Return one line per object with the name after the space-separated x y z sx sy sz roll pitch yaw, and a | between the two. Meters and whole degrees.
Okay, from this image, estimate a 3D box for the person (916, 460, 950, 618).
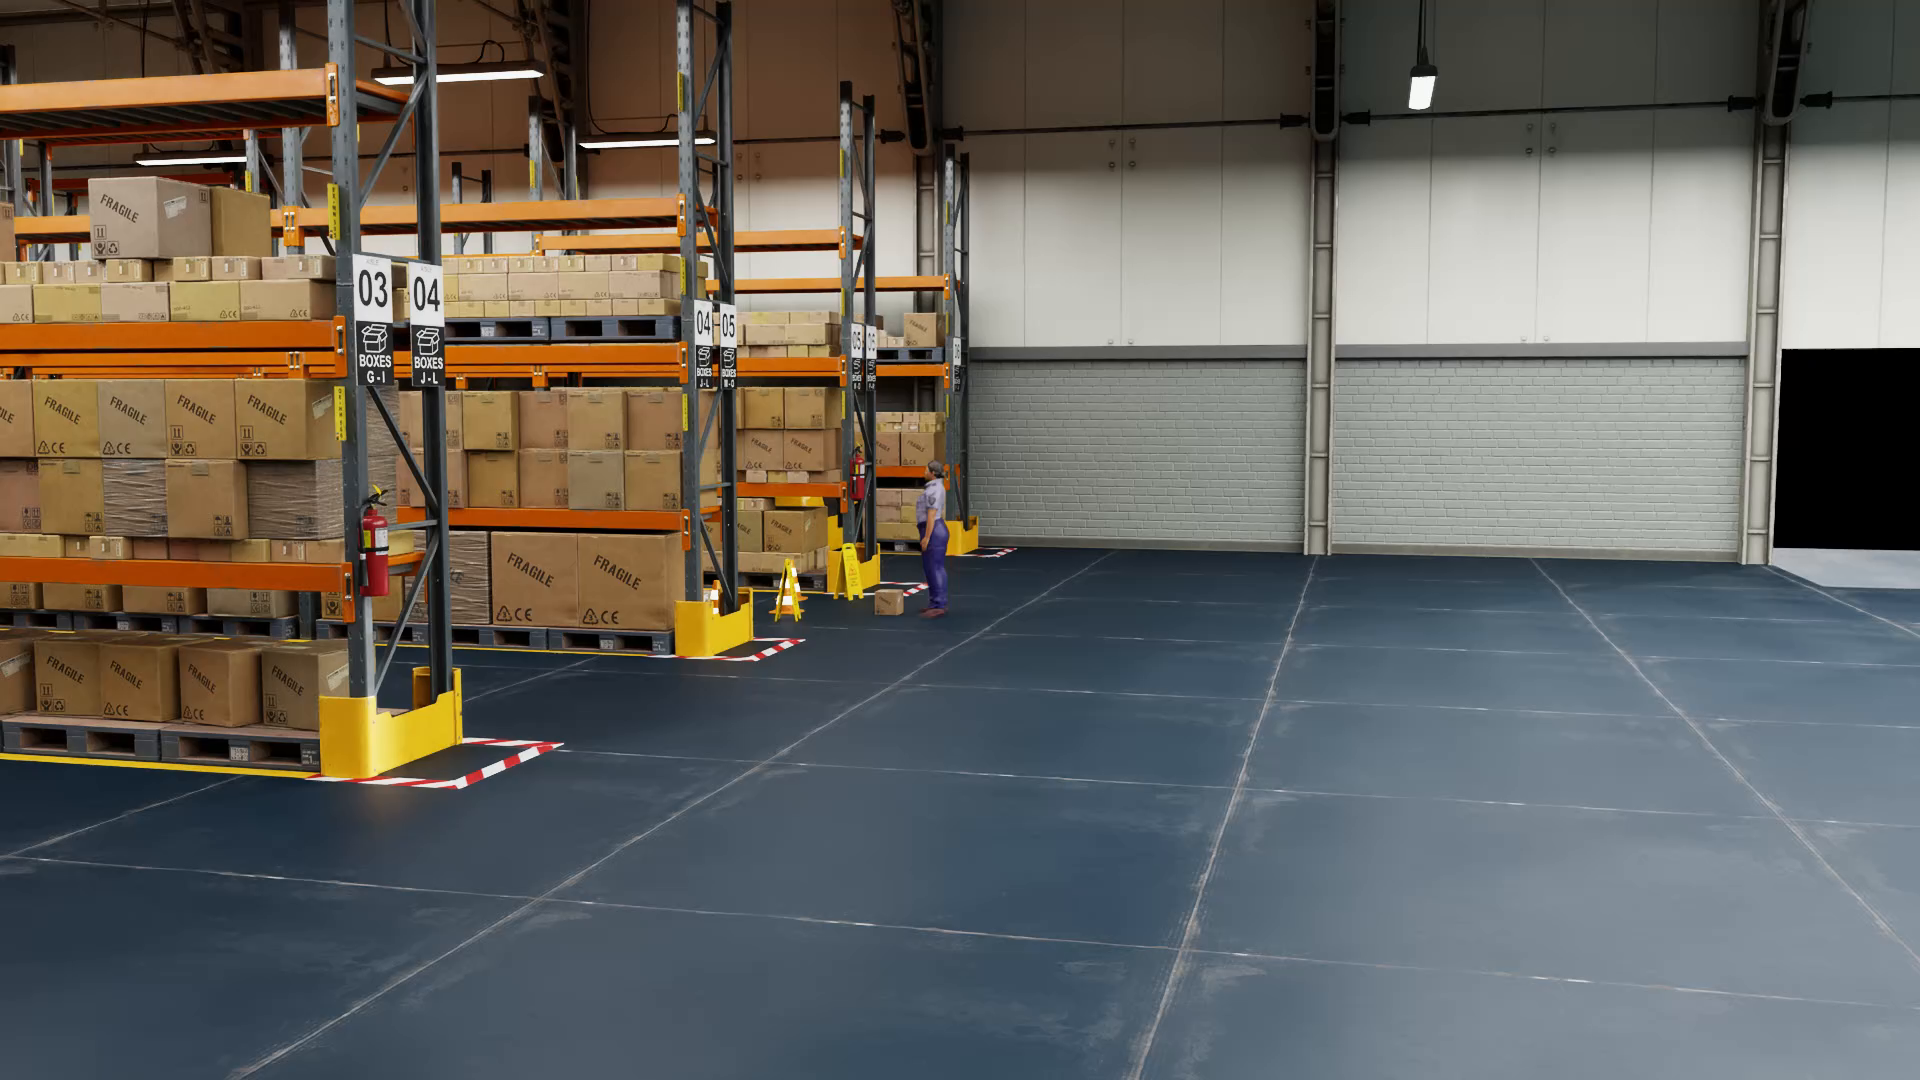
-0.294 -0.012 17.775 0.351 1.657 0.506 1 5 7 | person
